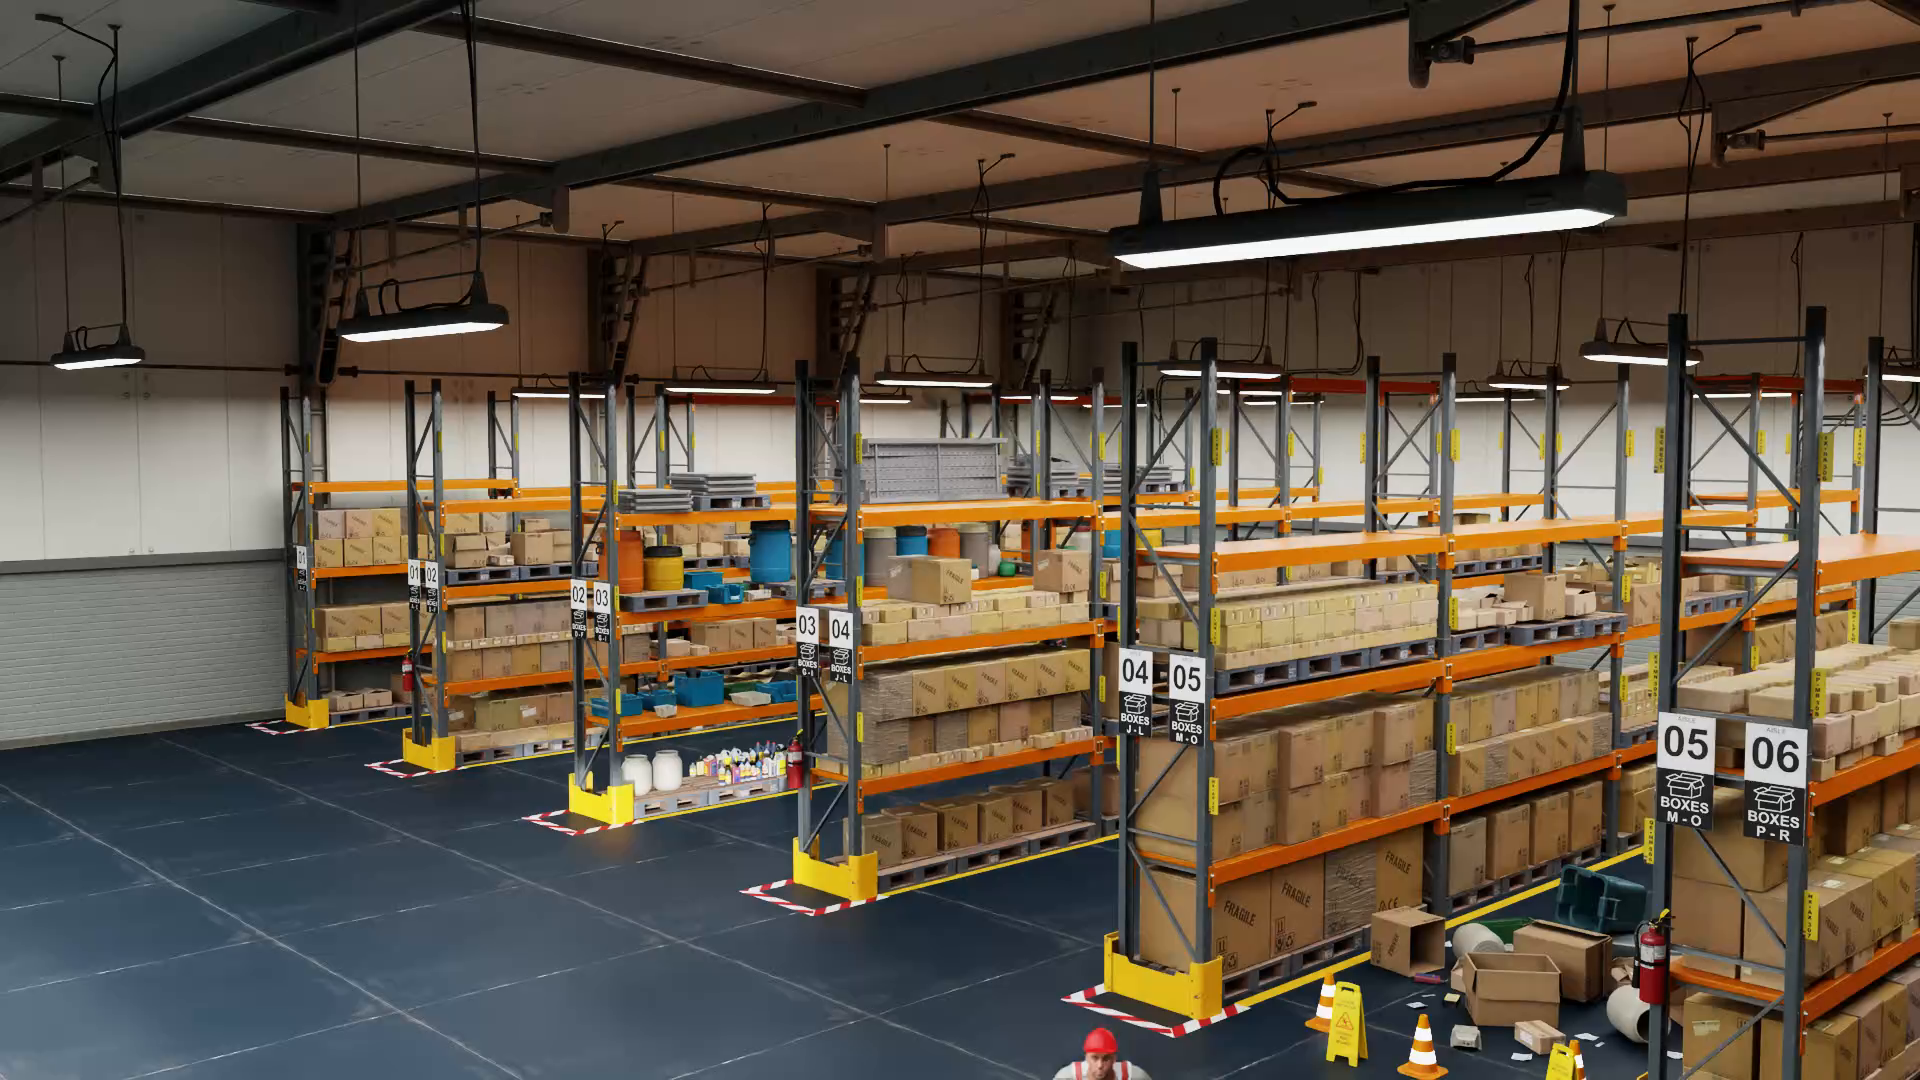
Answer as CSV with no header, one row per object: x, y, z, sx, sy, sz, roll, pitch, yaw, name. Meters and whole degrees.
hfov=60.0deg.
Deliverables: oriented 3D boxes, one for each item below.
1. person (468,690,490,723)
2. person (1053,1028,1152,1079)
-8.178,2.567,28.311,0.599,1.621,0.664,4,5,45,person
0.848,3.686,9.952,0.648,1.721,0.780,1,4,10,person
